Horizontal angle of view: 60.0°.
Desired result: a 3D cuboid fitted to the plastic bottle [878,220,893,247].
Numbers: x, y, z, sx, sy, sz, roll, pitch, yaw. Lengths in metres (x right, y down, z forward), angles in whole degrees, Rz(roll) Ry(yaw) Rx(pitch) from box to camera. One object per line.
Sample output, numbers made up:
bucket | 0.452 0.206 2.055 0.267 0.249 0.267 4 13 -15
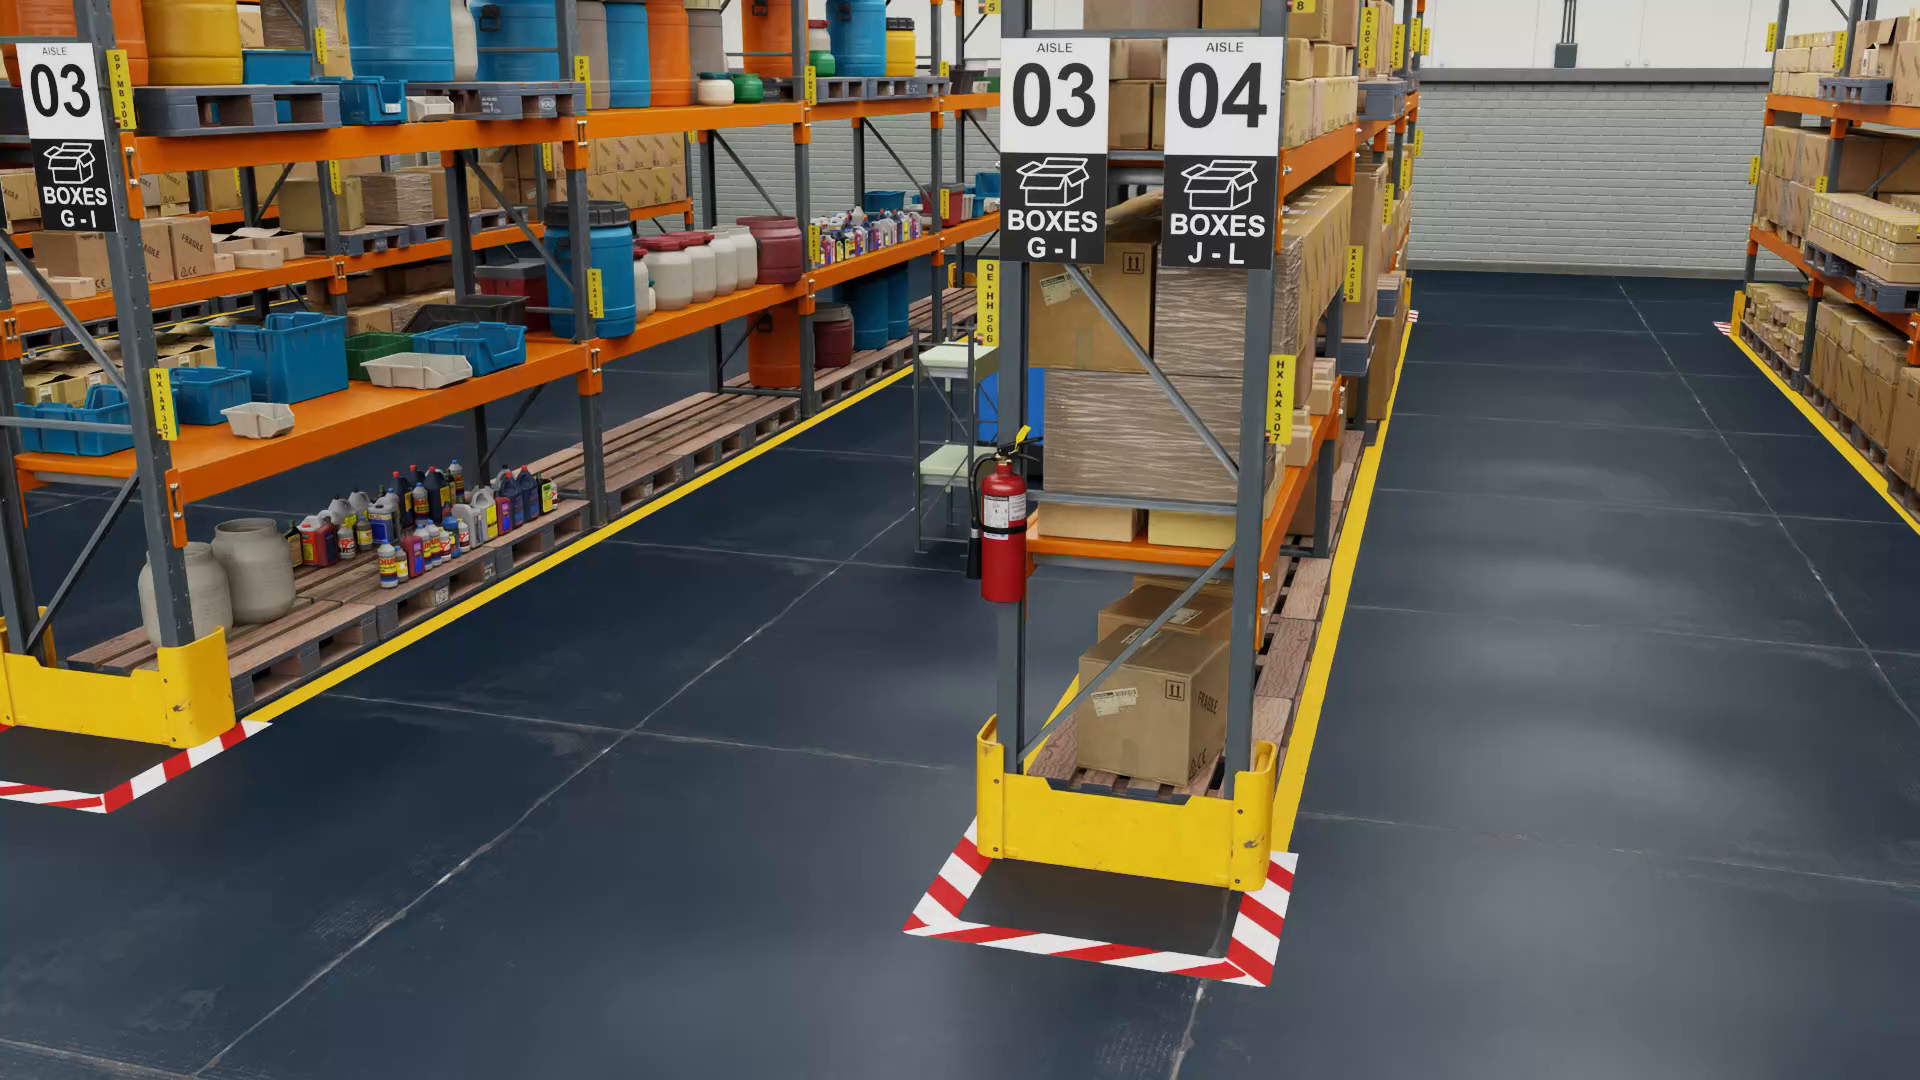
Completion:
plastic bottle | -0.785 -3.209 17.374 0.152 0.276 0.135 5 16 16

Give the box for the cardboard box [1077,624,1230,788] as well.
cardboard box | 0.834 0.702 7.167 0.500 0.500 0.500 8 18 26

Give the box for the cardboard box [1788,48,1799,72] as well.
cardboard box | 9.238 -5.160 17.886 0.500 0.250 0.500 5 17 17

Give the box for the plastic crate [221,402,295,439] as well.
plastic crate | -3.545 -0.603 8.440 0.298 0.136 0.250 5 16 16

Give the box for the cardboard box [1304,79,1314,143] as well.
cardboard box | 1.166 -1.748 6.775 0.500 0.250 0.500 4 16 15

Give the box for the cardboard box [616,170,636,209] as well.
cardboard box | -4.610 -4.603 21.878 0.500 0.500 0.500 4 16 15

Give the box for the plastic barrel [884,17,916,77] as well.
plastic barrel | -0.763 -5.141 17.345 0.600 0.588 0.600 0 16 0

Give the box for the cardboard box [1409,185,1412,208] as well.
cardboard box | 5.304 -4.246 20.531 0.500 0.250 0.500 4 16 15

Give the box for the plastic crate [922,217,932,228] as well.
plastic crate | -0.429 -3.672 19.153 0.396 0.136 0.243 5 16 16

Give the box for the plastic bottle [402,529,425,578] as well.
plastic bottle | -3.212 0.067 9.768 0.061 0.283 0.133 5 17 17

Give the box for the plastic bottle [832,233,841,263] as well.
plastic bottle | -1.188 -2.798 15.910 0.061 0.283 0.133 5 16 16

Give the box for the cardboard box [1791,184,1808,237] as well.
cardboard box | 8.793 -3.340 16.879 0.500 0.500 0.500 4 16 14

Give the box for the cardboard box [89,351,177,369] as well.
cardboard box | -7.070 -1.456 14.206 0.500 0.311 0.500 4 16 14

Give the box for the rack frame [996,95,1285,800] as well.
rack frame | 0.641 -0.136 6.312 1.000 3.000 0.127 5 16 16

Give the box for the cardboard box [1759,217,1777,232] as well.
cardboard box | 9.348 -3.595 18.967 0.380 0.149 0.250 4 16 14

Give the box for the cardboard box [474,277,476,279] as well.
cardboard box | -5.958 -2.806 19.499 0.500 0.500 0.500 5 17 17

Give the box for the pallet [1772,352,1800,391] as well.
pallet | 8.935 -1.701 16.941 1.003 0.211 1.213 5 16 16

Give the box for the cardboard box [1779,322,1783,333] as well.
cardboard box | 9.001 -2.283 17.792 0.380 0.149 0.250 4 16 13

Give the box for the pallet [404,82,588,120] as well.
pallet | -3.083 -2.723 10.280 1.213 0.211 1.003 5 16 16

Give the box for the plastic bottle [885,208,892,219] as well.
plastic bottle | -0.783 -3.381 17.844 0.144 0.351 0.185 5 16 16

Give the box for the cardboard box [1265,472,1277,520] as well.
cardboard box | 1.125 -0.200 6.996 0.380 0.149 0.250 5 16 16

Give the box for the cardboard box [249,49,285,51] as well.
cardboard box | -6.658 -4.448 15.523 0.500 0.250 0.500 3 16 12

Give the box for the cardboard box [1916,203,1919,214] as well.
cardboard box | 8.552 -2.841 14.450 0.380 0.149 0.250 4 16 14

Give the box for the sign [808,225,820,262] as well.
sign | -1.305 -2.651 14.879 0.100 0.325 0.005 5 16 16

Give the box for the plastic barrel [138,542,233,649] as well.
plastic barrel | -3.994 0.297 8.577 0.421 0.512 0.421 0 16 0

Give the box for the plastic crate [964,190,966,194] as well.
plastic crate | -0.134 -4.443 21.694 0.416 0.233 0.300 5 16 16

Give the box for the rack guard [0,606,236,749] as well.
rack guard | -4.131 0.659 8.090 1.175 0.500 0.348 5 16 16

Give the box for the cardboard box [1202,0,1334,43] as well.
cardboard box | 1.322 -2.378 7.076 0.500 0.500 0.500 5 16 16

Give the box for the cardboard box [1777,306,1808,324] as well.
cardboard box | 8.865 -2.370 17.553 0.380 0.149 0.250 4 16 13

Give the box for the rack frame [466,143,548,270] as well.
rack frame | -5.446 -4.045 20.093 1.000 3.000 0.127 5 16 16

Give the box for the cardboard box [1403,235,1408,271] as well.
cardboard box | 5.083 -3.328 20.691 0.875 0.875 0.875 5 16 16

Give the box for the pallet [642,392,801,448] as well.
pallet | -2.092 -1.072 14.722 1.003 0.211 1.213 5 16 16

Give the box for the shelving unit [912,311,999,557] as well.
shelving unit | -0.002 -0.720 11.119 0.431 1.500 0.755 5 16 16

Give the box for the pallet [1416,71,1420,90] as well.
pallet | 4.987 -5.528 19.986 1.003 0.211 1.213 5 16 16

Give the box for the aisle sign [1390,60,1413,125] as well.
aisle sign | 5.496 -5.568 20.700 0.394 0.787 0.004 5 16 16

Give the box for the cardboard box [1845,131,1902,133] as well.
cardboard box | 9.592 -4.036 17.502 0.500 0.500 0.500 4 16 14

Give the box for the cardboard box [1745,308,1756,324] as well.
cardboard box | 9.459 -2.629 19.557 0.380 0.149 0.250 5 17 17

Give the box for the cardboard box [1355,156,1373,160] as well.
cardboard box | 3.510 -3.296 15.432 0.797 0.503 0.637 5 17 18

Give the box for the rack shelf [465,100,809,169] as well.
rack shelf | -2.403 -3.187 12.890 1.077 0.370 4.000 5 16 16

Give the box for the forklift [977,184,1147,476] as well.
forklift | 1.031 -2.233 13.832 1.130 2.935 3.031 5 16 16

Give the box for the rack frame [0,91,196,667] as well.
rack frame | -4.108 -0.520 7.666 1.000 3.000 0.127 5 16 16

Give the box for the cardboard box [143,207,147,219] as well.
cardboard box | -10.206 -4.000 20.360 0.380 0.149 0.250 5 16 16

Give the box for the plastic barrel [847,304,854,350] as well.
plastic barrel | -1.316 -2.198 17.371 0.421 0.512 0.421 0 16 0

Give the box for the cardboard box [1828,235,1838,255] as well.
cardboard box | 7.932 -2.608 14.718 0.380 0.149 0.250 4 16 13

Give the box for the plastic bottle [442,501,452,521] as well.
plastic bottle | -3.176 -0.112 10.399 0.061 0.283 0.133 5 16 16

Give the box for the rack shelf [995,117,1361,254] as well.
rack shelf | 1.209 -1.756 7.846 1.077 0.370 4.000 5 16 16

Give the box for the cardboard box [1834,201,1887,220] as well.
cardboard box | 7.931 -2.892 14.629 0.380 0.149 0.250 4 16 15

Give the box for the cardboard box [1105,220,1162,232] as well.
cardboard box | 0.697 -1.103 7.159 0.500 0.500 0.500 5 16 16

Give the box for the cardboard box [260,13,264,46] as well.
cardboard box | -9.450 -6.839 22.395 0.500 0.500 0.500 5 17 16

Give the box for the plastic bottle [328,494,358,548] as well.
plastic bottle | -3.826 -0.116 10.289 0.144 0.351 0.185 5 17 18

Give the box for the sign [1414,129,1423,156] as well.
sign | 5.704 -4.947 20.719 0.100 0.325 0.005 5 16 16

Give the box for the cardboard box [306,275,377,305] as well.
cardboard box | -6.530 -2.646 17.562 0.500 0.250 0.500 5 17 18

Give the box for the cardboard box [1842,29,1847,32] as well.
cardboard box | 8.604 -4.771 15.784 0.380 0.149 0.250 4 16 13

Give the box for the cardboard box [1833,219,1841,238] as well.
cardboard box | 7.932 -2.747 14.663 0.380 0.149 0.250 5 17 18
